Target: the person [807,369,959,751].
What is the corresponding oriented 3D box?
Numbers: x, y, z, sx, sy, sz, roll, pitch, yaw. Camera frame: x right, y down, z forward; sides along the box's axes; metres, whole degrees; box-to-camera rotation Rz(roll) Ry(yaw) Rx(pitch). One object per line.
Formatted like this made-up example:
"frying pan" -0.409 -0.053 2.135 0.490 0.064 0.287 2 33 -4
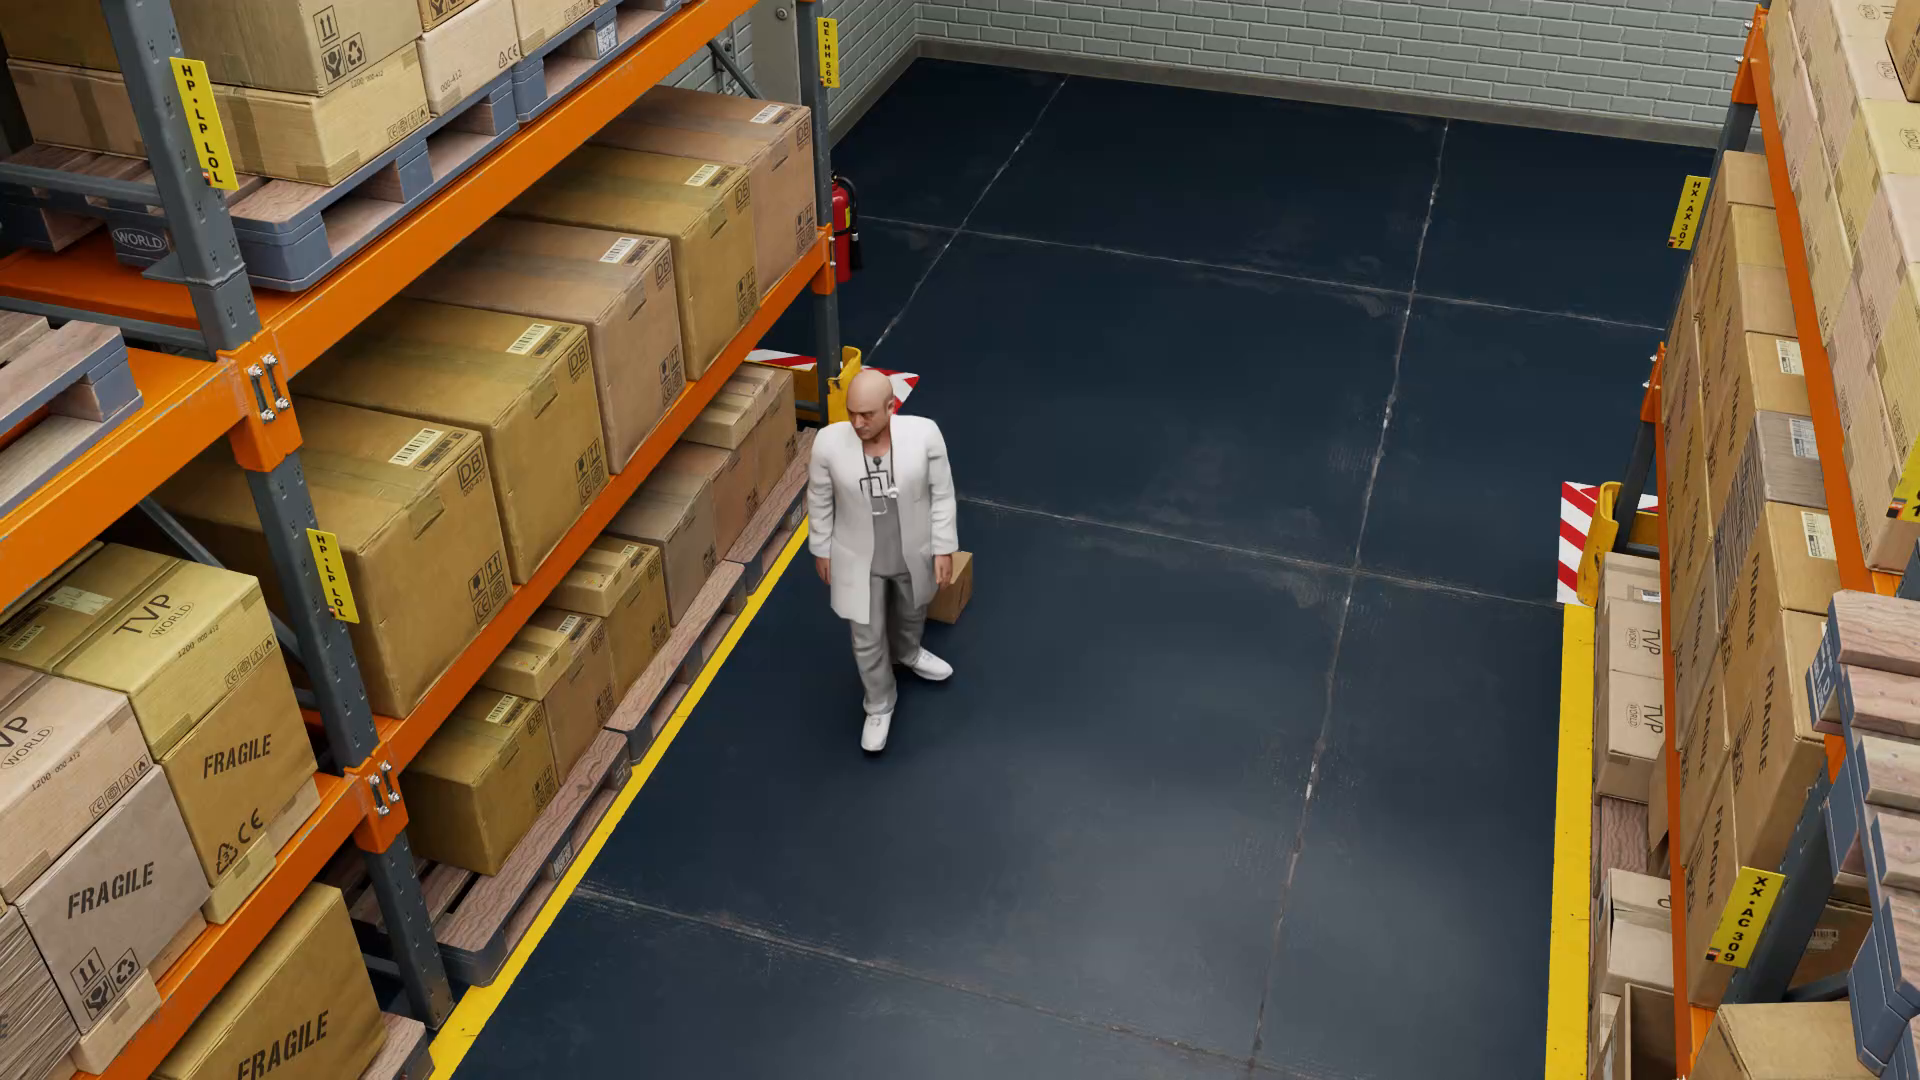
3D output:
"person" -0.317 0.022 6.875 0.613 1.769 0.667 -5 37 -7
